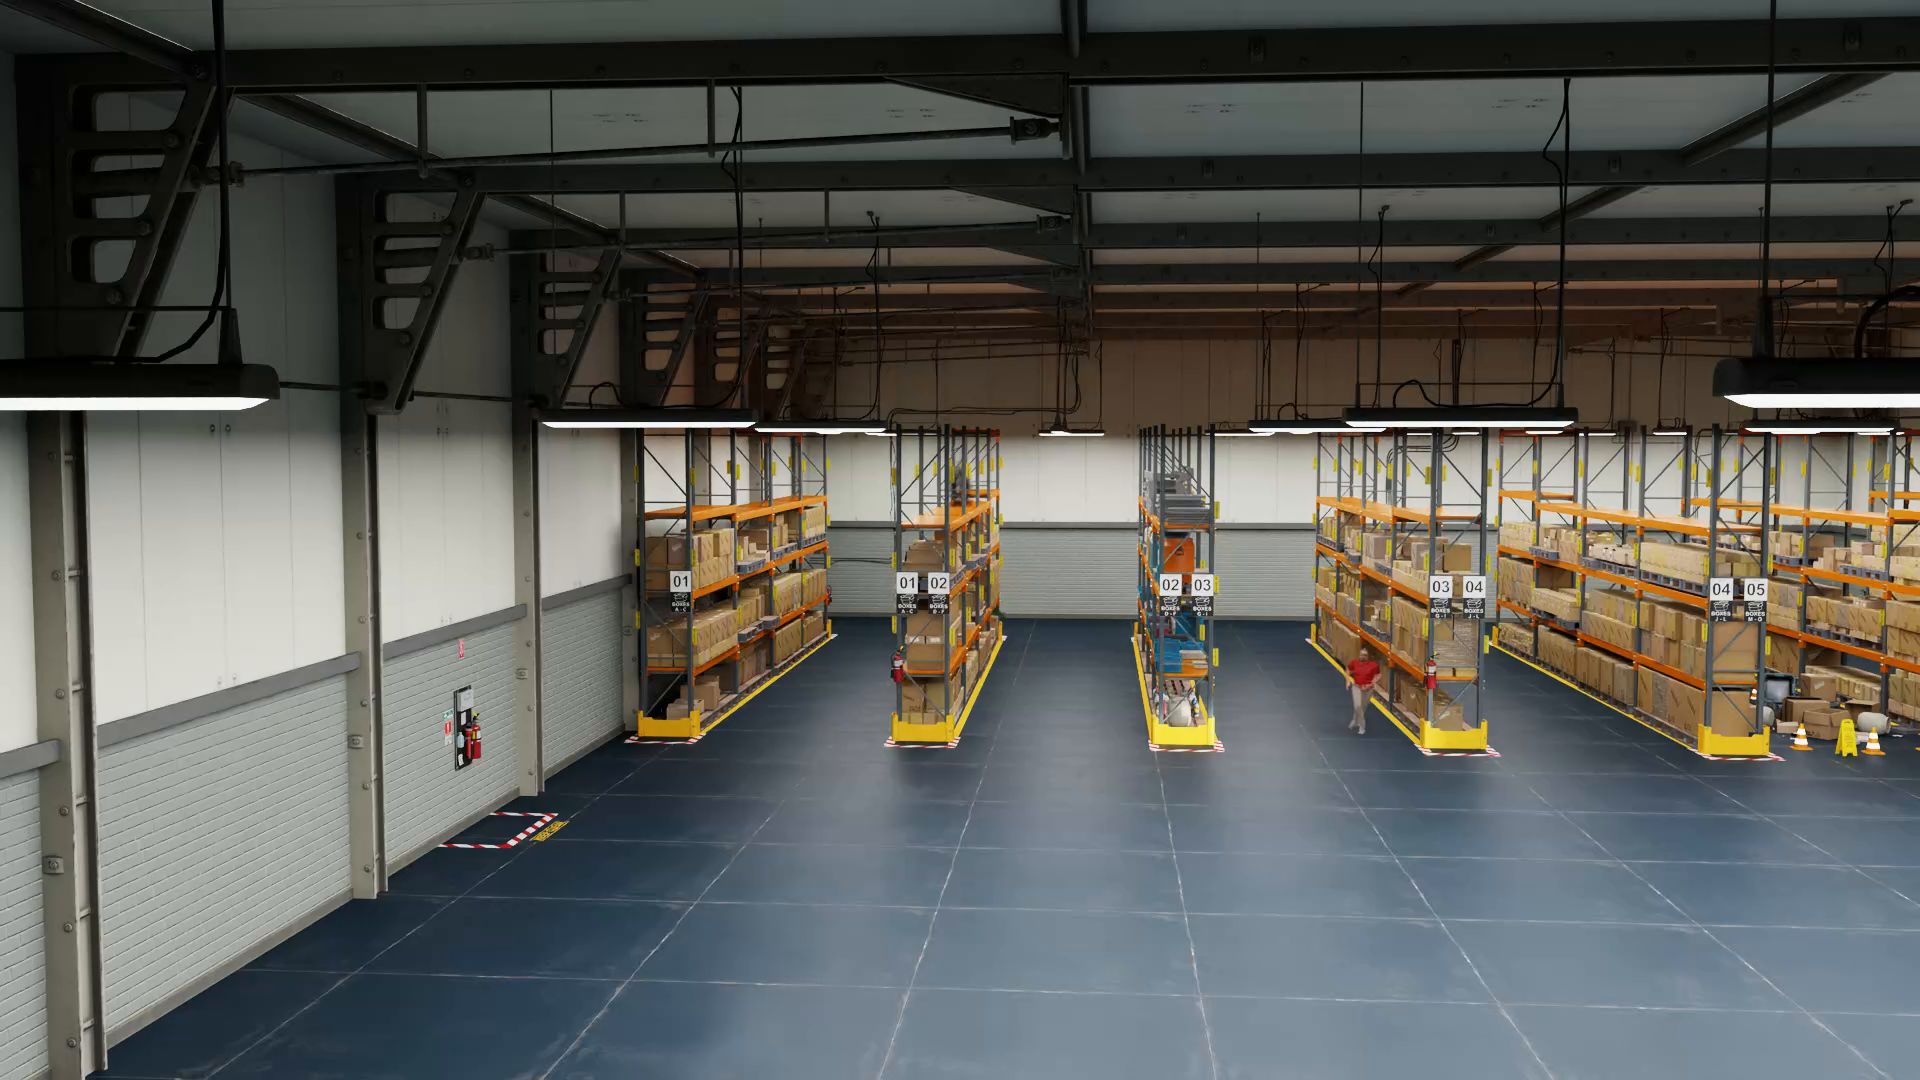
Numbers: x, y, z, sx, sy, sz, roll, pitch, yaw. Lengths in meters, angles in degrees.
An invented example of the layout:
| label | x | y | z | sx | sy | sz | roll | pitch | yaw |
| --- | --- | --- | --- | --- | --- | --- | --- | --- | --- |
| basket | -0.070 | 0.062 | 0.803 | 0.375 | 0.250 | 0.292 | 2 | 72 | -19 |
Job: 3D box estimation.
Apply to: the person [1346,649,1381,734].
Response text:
| label | x | y | z | sx | sy | sz | roll | pitch | yaw |
| --- | --- | --- | --- | --- | --- | --- | --- | --- | --- |
| person | 7.900 | 2.940 | 32.600 | 0.665 | 1.703 | 0.833 | 1 | 4 | 11 |

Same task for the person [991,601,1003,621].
| label | x | y | z | sx | sy | sz | roll | pitch | yaw |
| --- | --- | --- | --- | --- | --- | --- | --- | --- | --- |
| person | 0.974 | 1.910 | 48.444 | 0.565 | 1.760 | 0.706 | 0 | 3 | -2 |
